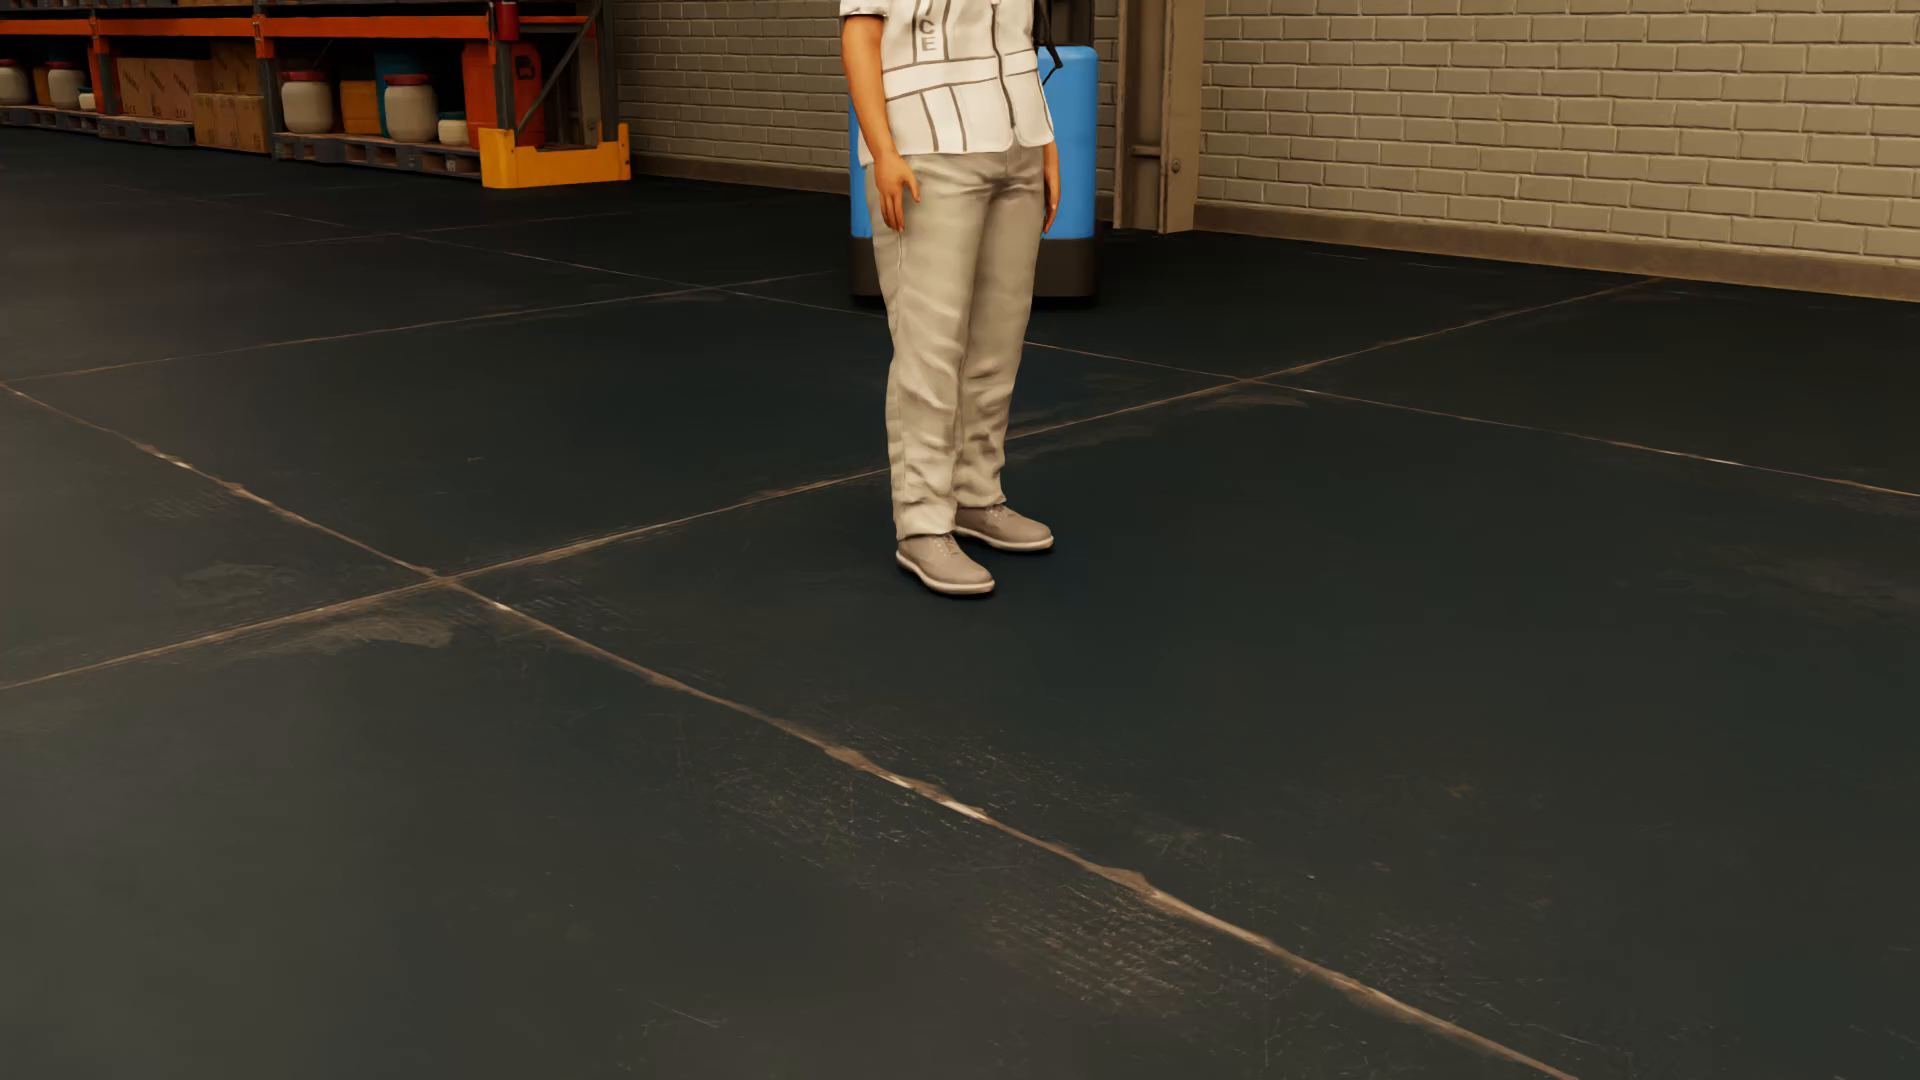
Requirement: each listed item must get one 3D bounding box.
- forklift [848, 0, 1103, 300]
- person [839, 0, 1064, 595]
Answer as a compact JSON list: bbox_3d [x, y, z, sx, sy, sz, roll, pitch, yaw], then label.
[{"bbox_3d":[0.097,-2.796,7.990,1.130,2.935,3.031,1,17,2],"label":"forklift"},{"bbox_3d":[0.038,-0.782,3.580,0.529,1.670,0.598,16,23,42],"label":"person"}]
